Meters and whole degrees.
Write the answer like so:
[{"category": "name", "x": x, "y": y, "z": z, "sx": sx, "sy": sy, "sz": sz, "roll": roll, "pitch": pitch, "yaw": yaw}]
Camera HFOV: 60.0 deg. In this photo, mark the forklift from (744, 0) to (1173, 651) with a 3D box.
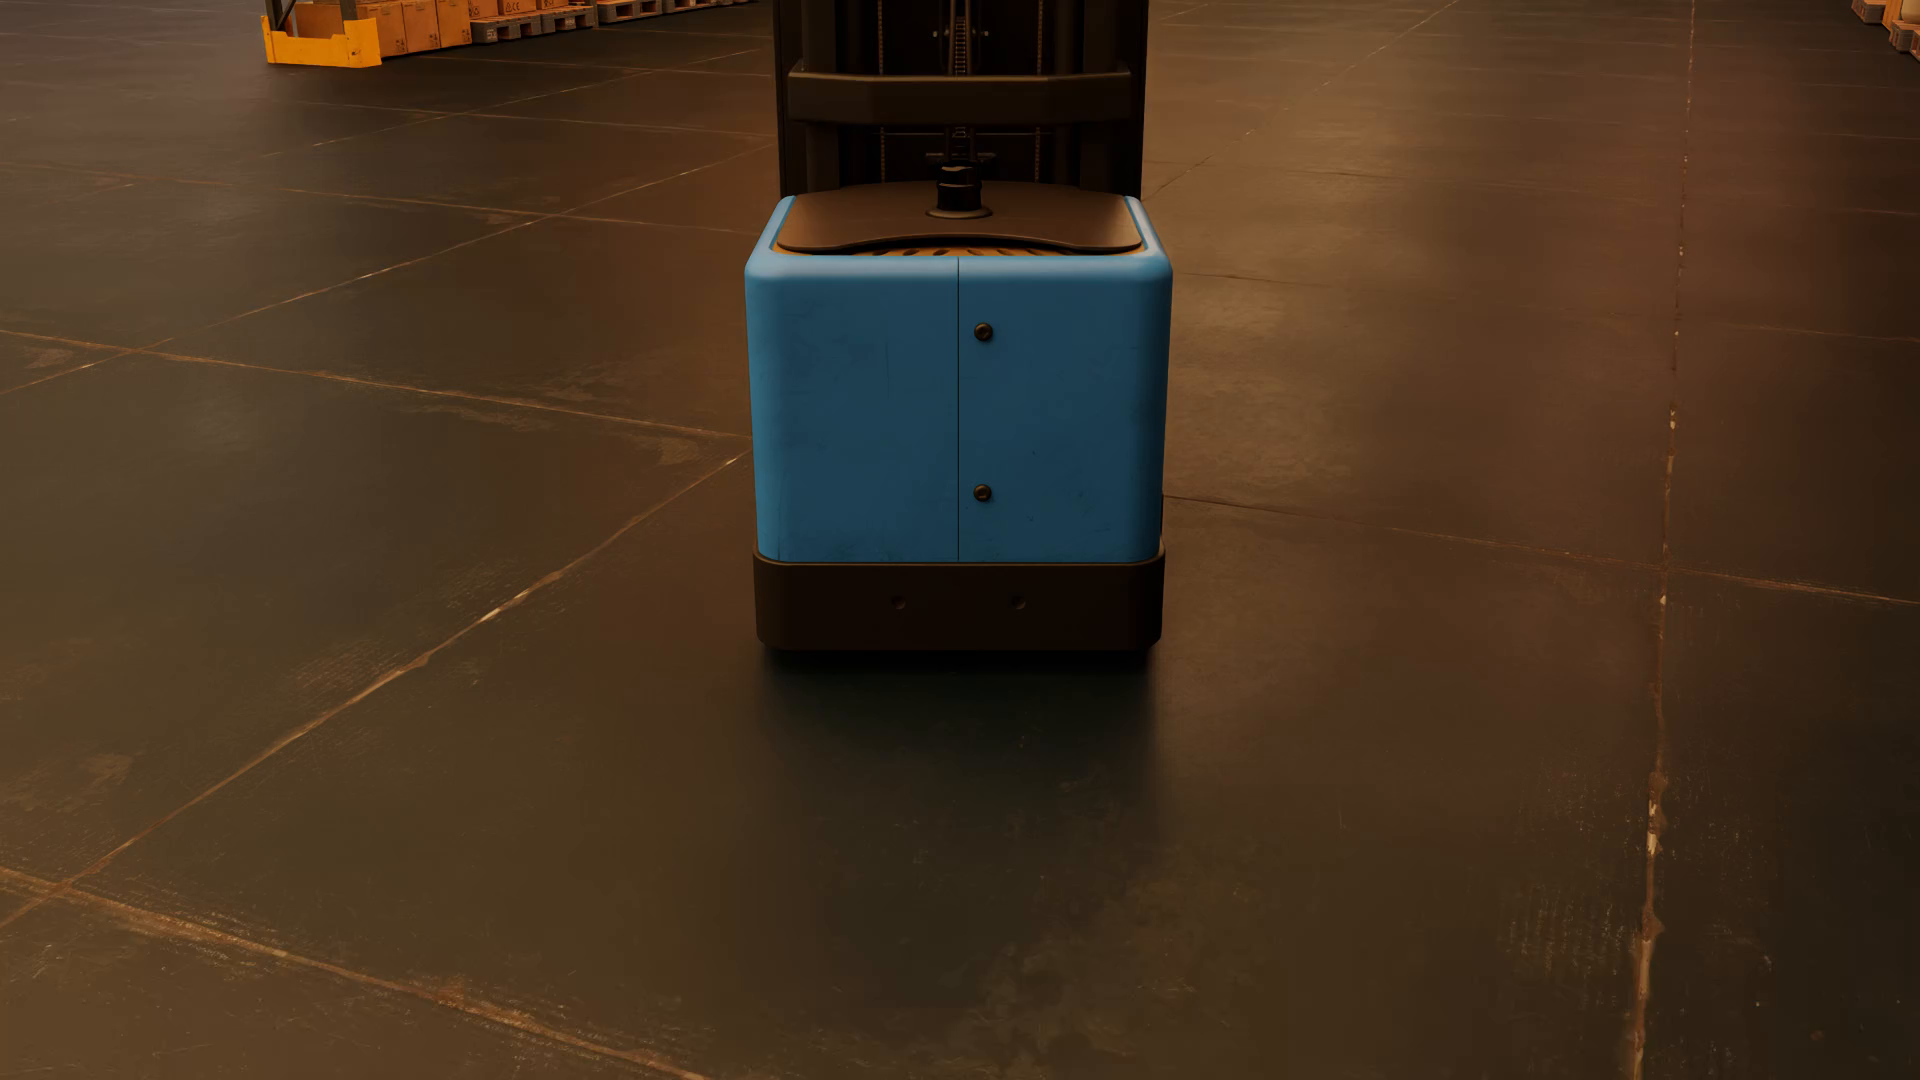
[{"category": "forklift", "x": 0.002, "y": -1.587, "z": 5.089, "sx": 1.130, "sy": 2.935, "sz": 3.031, "roll": 0, "pitch": 23, "yaw": 0}]
